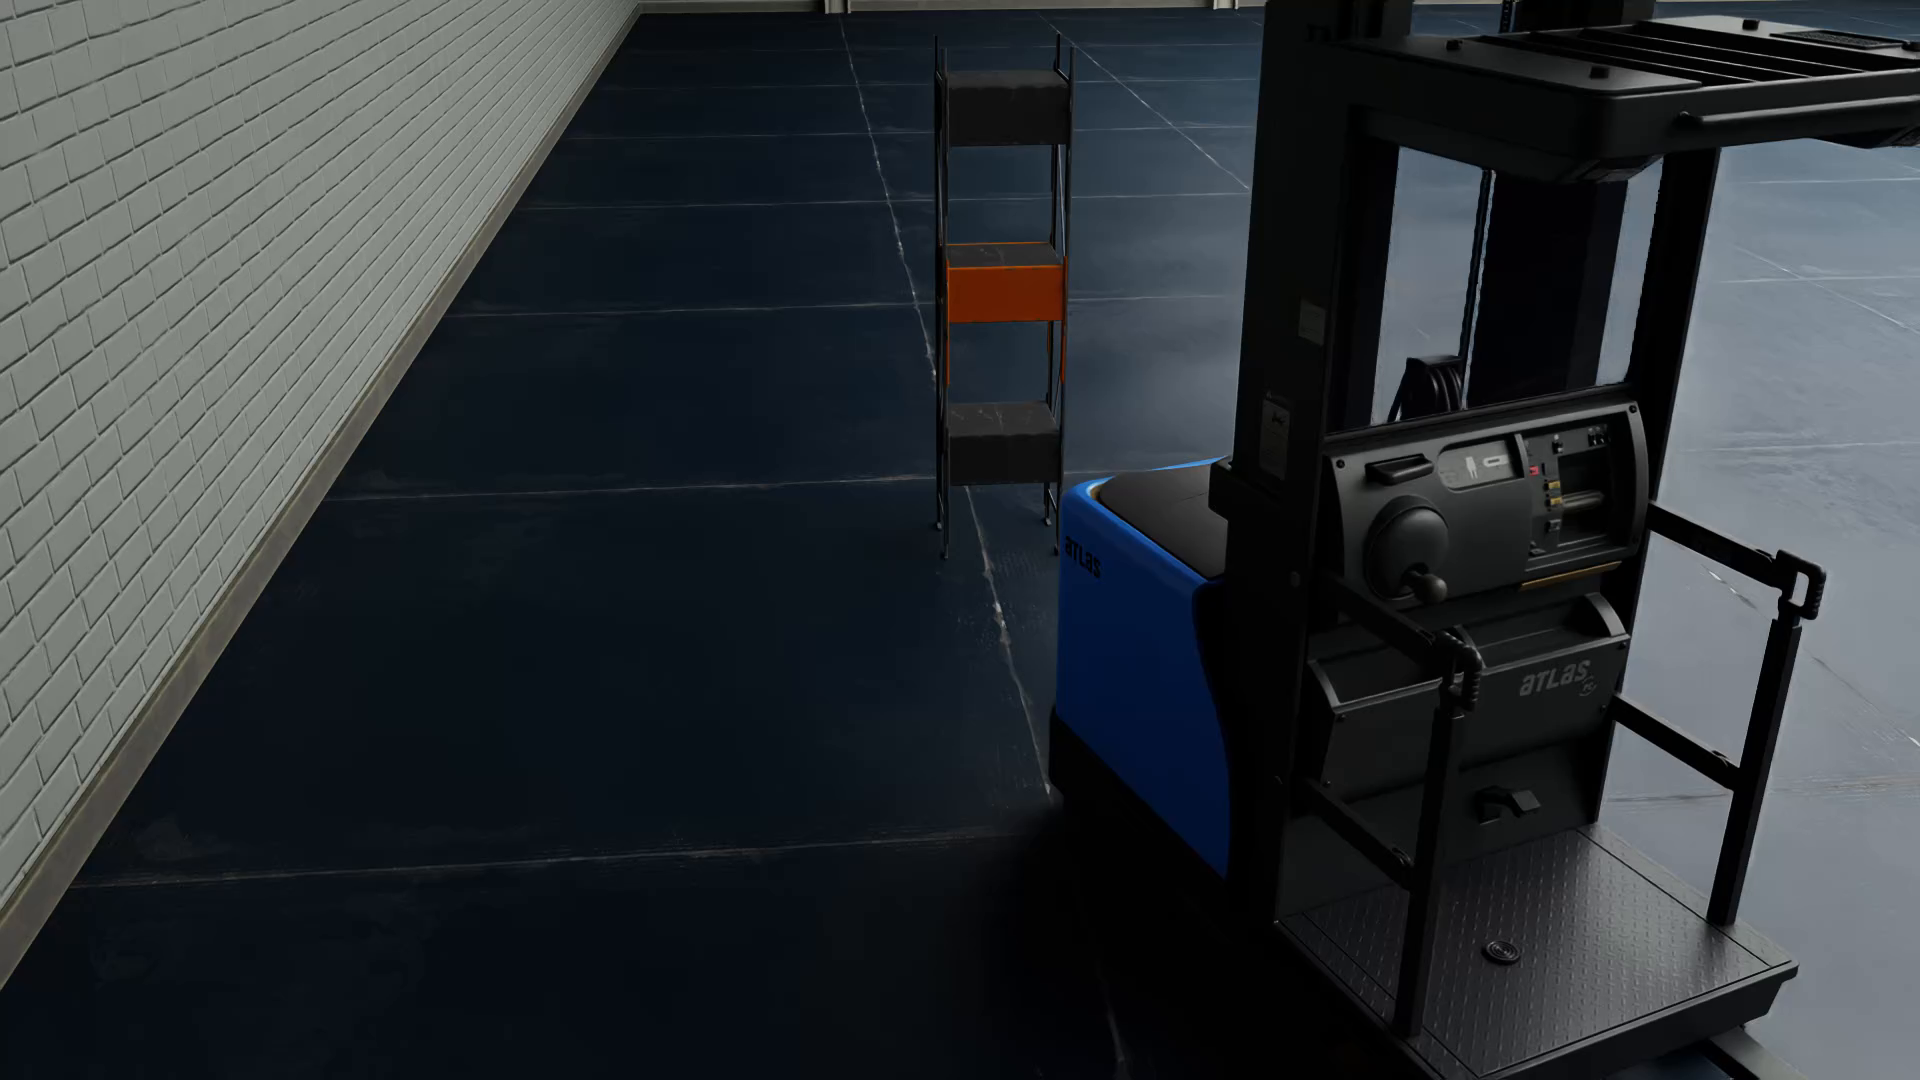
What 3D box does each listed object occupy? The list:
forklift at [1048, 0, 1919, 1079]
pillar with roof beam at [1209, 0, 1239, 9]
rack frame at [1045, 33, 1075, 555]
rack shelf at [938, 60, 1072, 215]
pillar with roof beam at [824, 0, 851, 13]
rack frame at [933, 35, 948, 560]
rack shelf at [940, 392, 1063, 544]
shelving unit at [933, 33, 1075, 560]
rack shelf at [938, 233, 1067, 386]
[{"bbox_3d":[1.363,-0.065,3.787,1.130,2.935,3.031,-11,26,-23],"label":"forklift"},{"bbox_3d":[4.526,-10.667,20.170,0.400,9.000,9.100,-2,24,-5],"label":"pillar with roof beam"},{"bbox_3d":[0.408,-0.976,6.860,0.015,2.100,0.400,-2,24,-5],"label":"rack frame"},{"bbox_3d":[0.165,-1.593,6.560,0.480,0.518,0.431,-2,24,-5],"label":"rack shelf"},{"bbox_3d":[-1.445,-10.428,19.631,0.400,9.000,9.100,-2,24,-5],"label":"pillar with roof beam"},{"bbox_3d":[-0.078,-0.956,6.816,0.015,2.100,0.400,-2,24,-5],"label":"rack frame"},{"bbox_3d":[0.165,-0.314,7.128,0.480,0.518,0.431,-2,24,-5],"label":"rack shelf"},{"bbox_3d":[0.165,-0.966,6.838,0.503,2.100,0.431,-2,24,-5],"label":"shelving unit"},{"bbox_3d":[0.165,-0.954,6.844,0.480,0.518,0.431,-2,24,-5],"label":"rack shelf"}]
